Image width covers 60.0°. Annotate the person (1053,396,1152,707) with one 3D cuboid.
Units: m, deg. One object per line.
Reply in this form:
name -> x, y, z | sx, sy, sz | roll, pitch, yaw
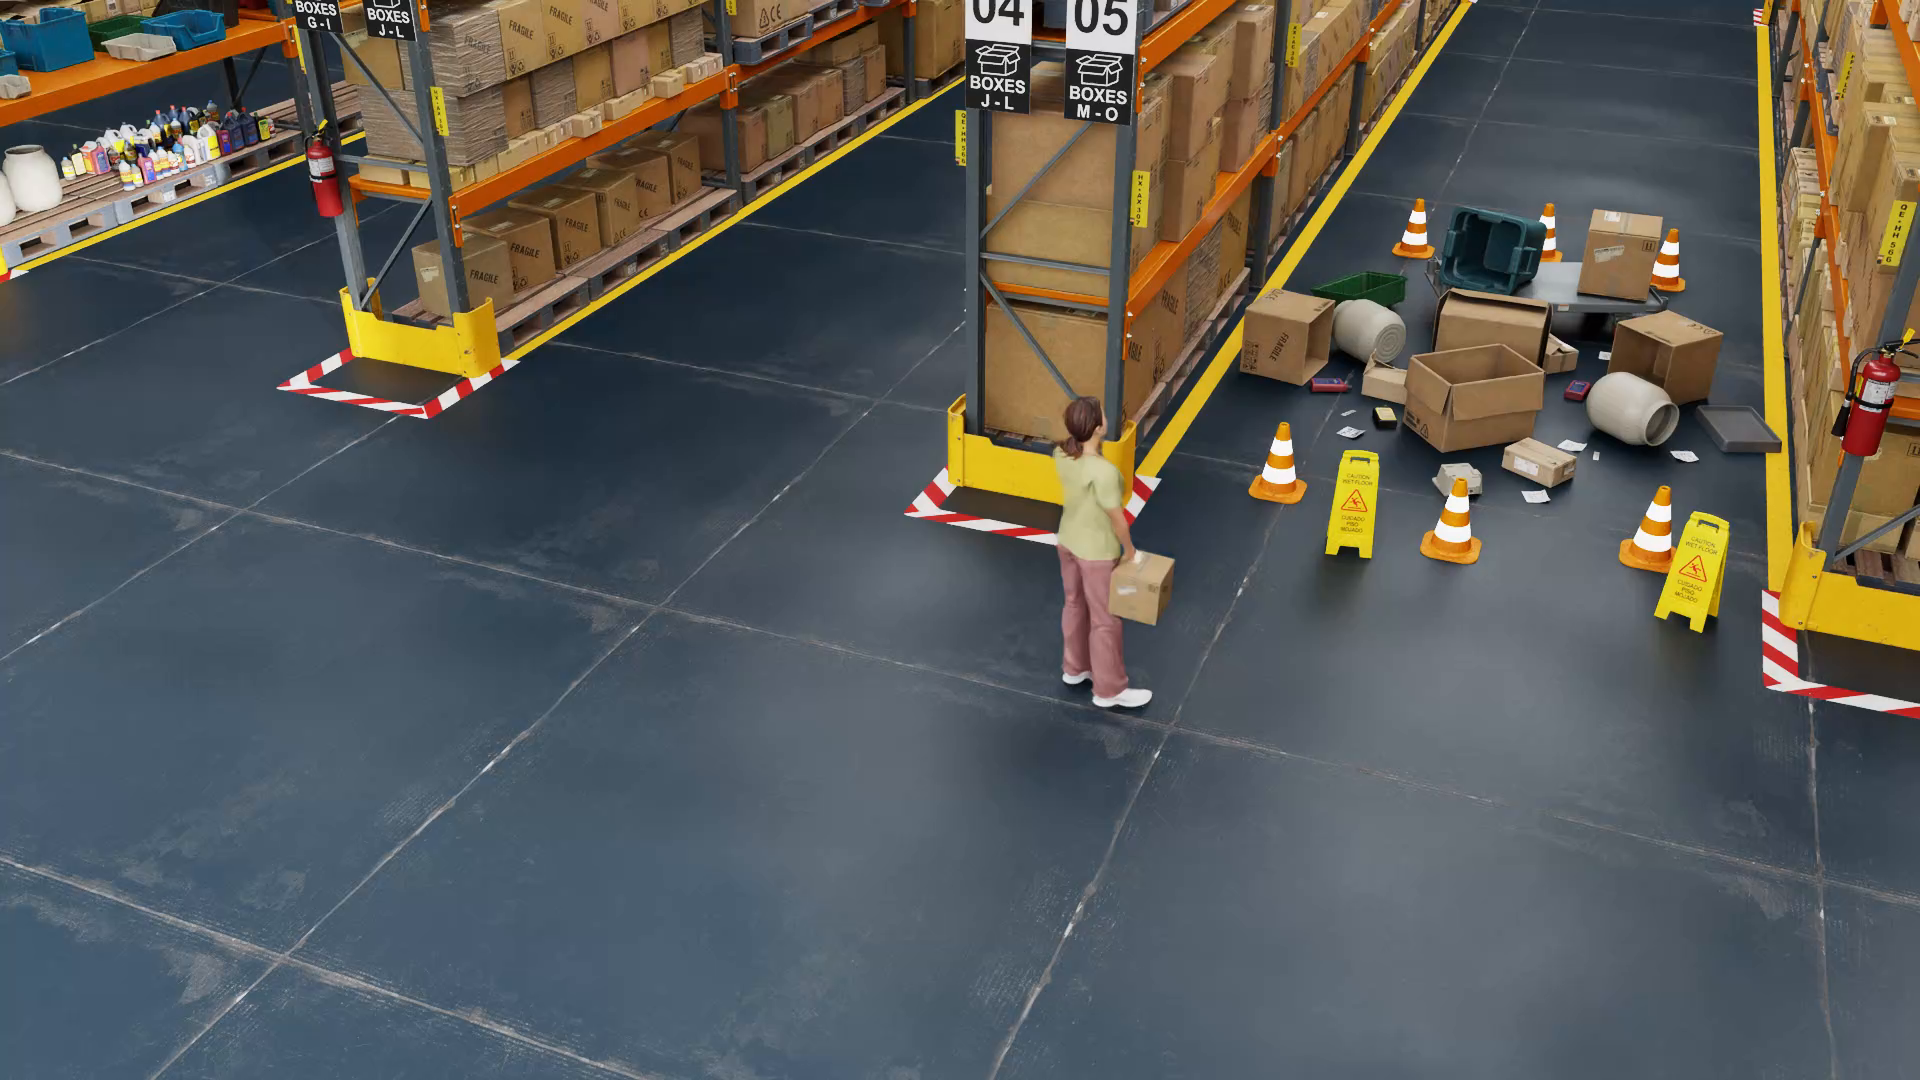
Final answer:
person -> 0.692, 0.065, 8.265 | 0.426, 1.669, 0.527 | -20, 35, -31
